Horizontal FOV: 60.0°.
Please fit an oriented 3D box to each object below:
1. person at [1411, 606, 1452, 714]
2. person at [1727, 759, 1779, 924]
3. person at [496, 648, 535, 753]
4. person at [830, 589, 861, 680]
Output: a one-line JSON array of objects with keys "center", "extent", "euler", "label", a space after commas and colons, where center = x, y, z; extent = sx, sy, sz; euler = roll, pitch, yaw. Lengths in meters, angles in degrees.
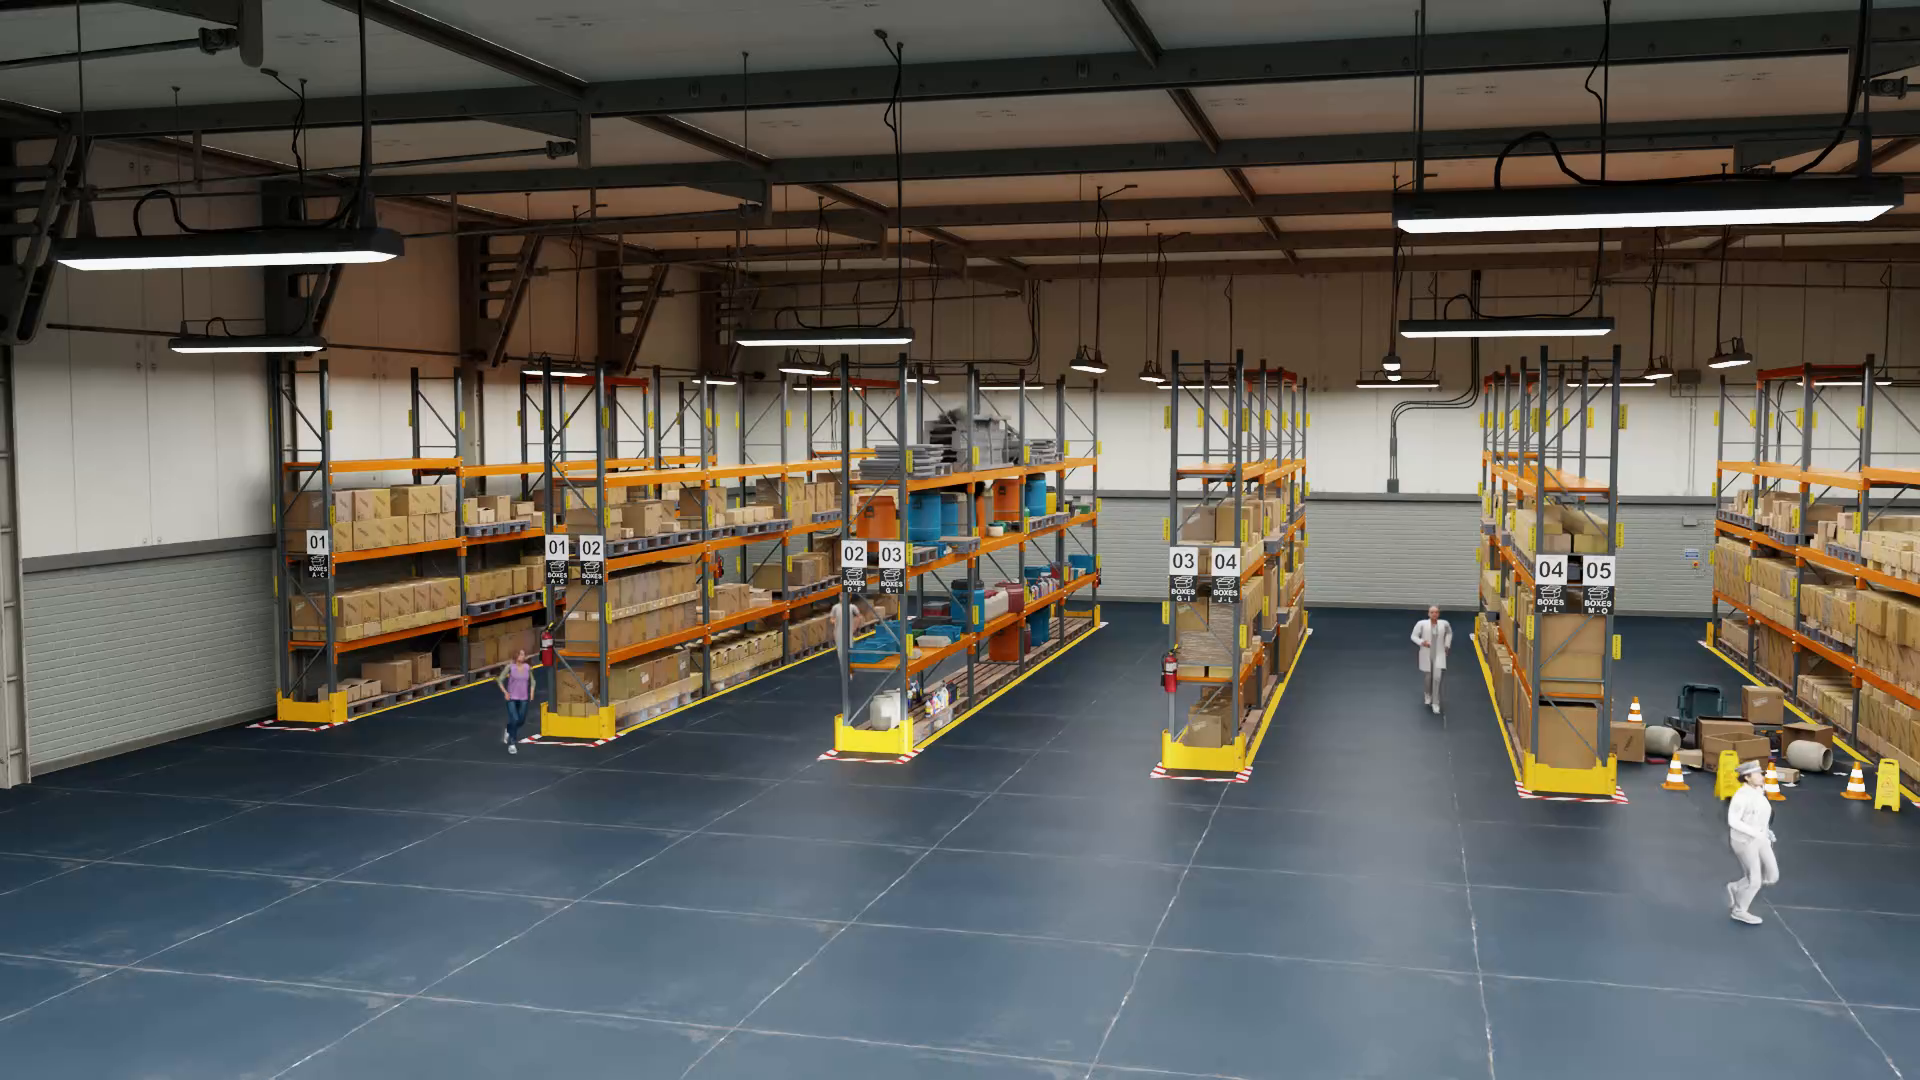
[{"center": [8.174, 2.043, 28.828], "extent": [0.698, 1.788, 0.985], "euler": [1, 4, 14], "label": "person"}, {"center": [7.875, 2.986, 16.525], "extent": [0.569, 1.651, 0.539], "euler": [-3, 5, -38], "label": "person"}, {"center": [-6.743, 2.422, 25.270], "extent": [0.582, 1.564, 0.528], "euler": [-3, 5, -34], "label": "person"}, {"center": [-2.084, 1.747, 29.938], "extent": [0.548, 1.709, 0.613], "euler": [0, 4, 5], "label": "person"}]
